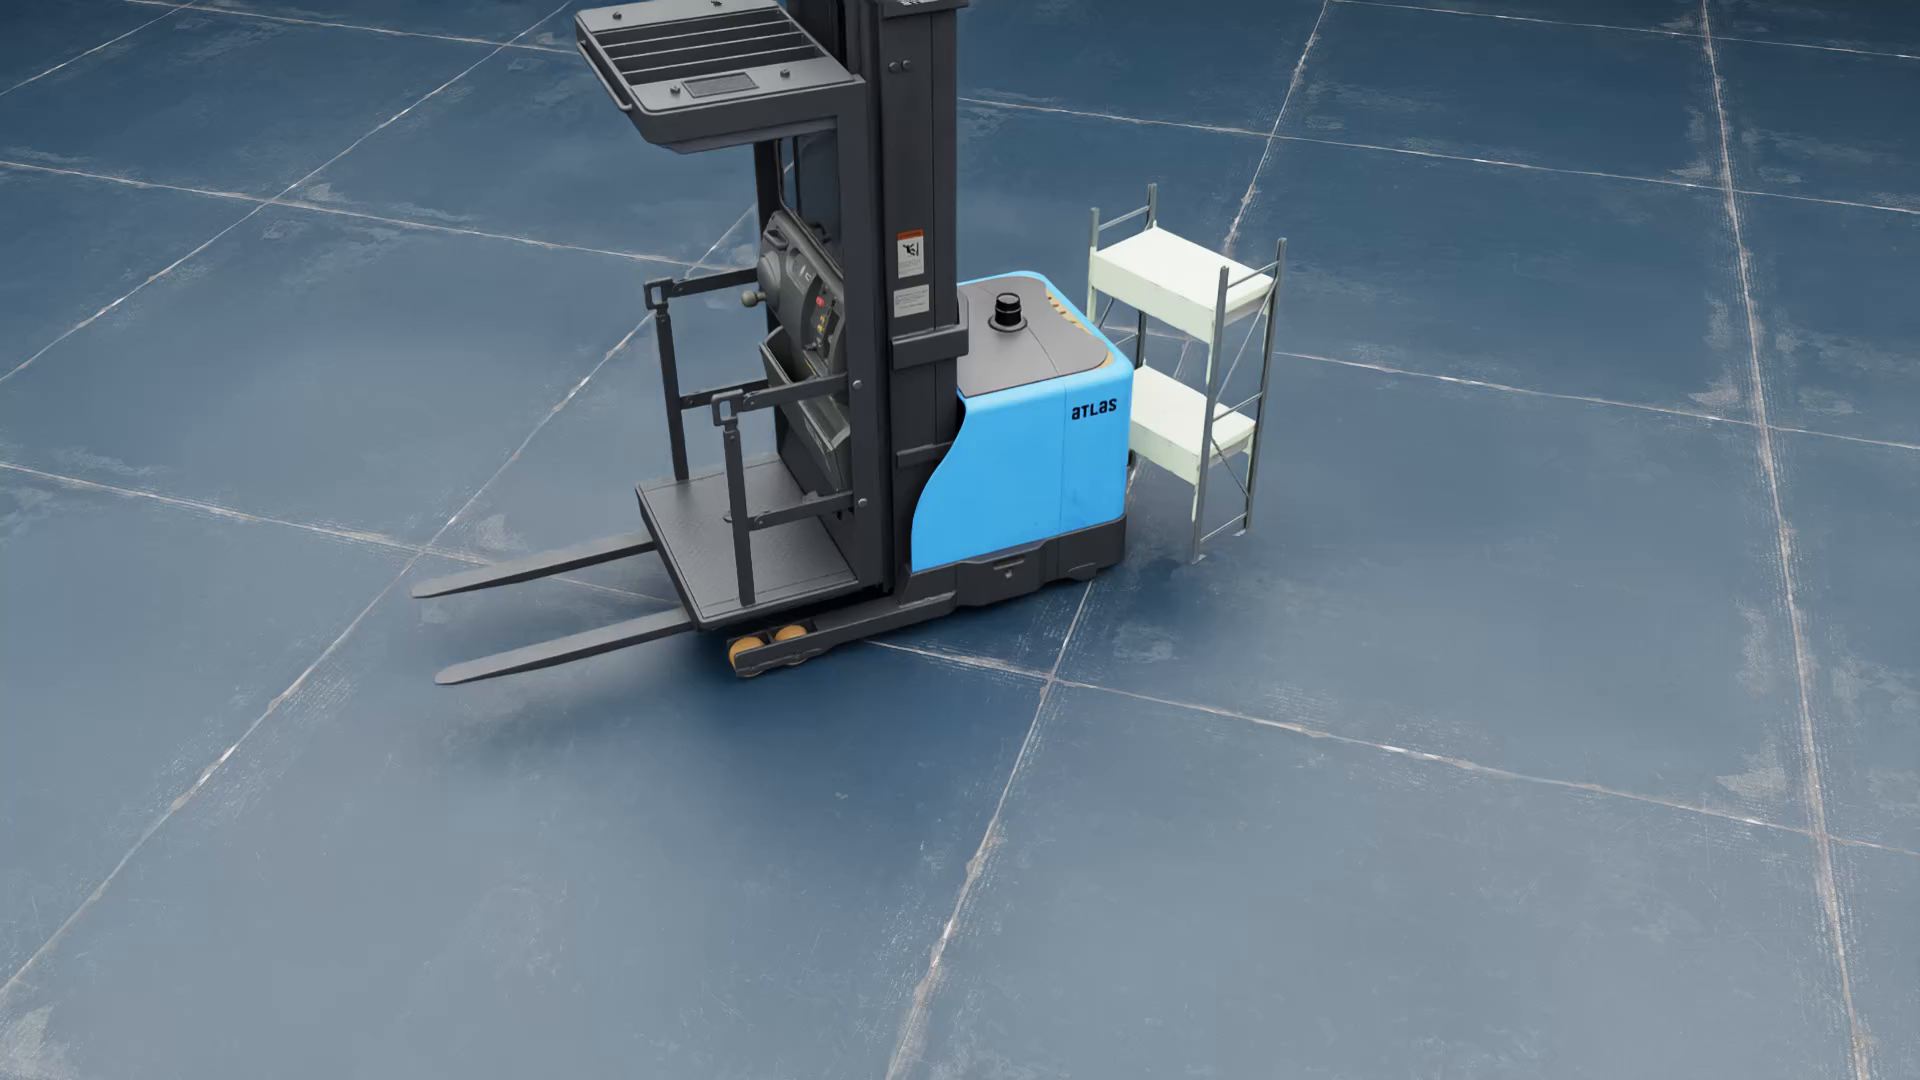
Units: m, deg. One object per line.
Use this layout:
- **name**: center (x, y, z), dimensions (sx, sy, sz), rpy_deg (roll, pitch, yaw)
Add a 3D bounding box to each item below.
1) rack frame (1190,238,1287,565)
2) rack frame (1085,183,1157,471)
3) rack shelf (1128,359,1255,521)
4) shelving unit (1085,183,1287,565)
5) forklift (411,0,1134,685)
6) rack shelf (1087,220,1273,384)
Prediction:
- **rack frame**: center (1.207, -0.573, 7.263), dimensions (0.400, 1.500, 0.023), rpy_deg (-28, 45, -33)
- **rack frame**: center (0.716, -0.895, 7.701), dimensions (0.400, 1.500, 0.023), rpy_deg (-28, 45, -33)
- **rack shelf**: center (0.961, -0.472, 7.675), dimensions (0.431, 0.370, 0.720), rpy_deg (-28, 45, -33)
- **shelving unit**: center (0.961, -0.734, 7.482), dimensions (0.431, 1.500, 0.755), rpy_deg (-28, 45, -33)
- **forklift**: center (-0.820, -0.964, 6.588), dimensions (3.031, 2.935, 1.130), rpy_deg (-14, 39, -19)
- **rack shelf**: center (0.961, -1.048, 7.251), dimensions (0.431, 0.370, 0.720), rpy_deg (-28, 45, -33)
